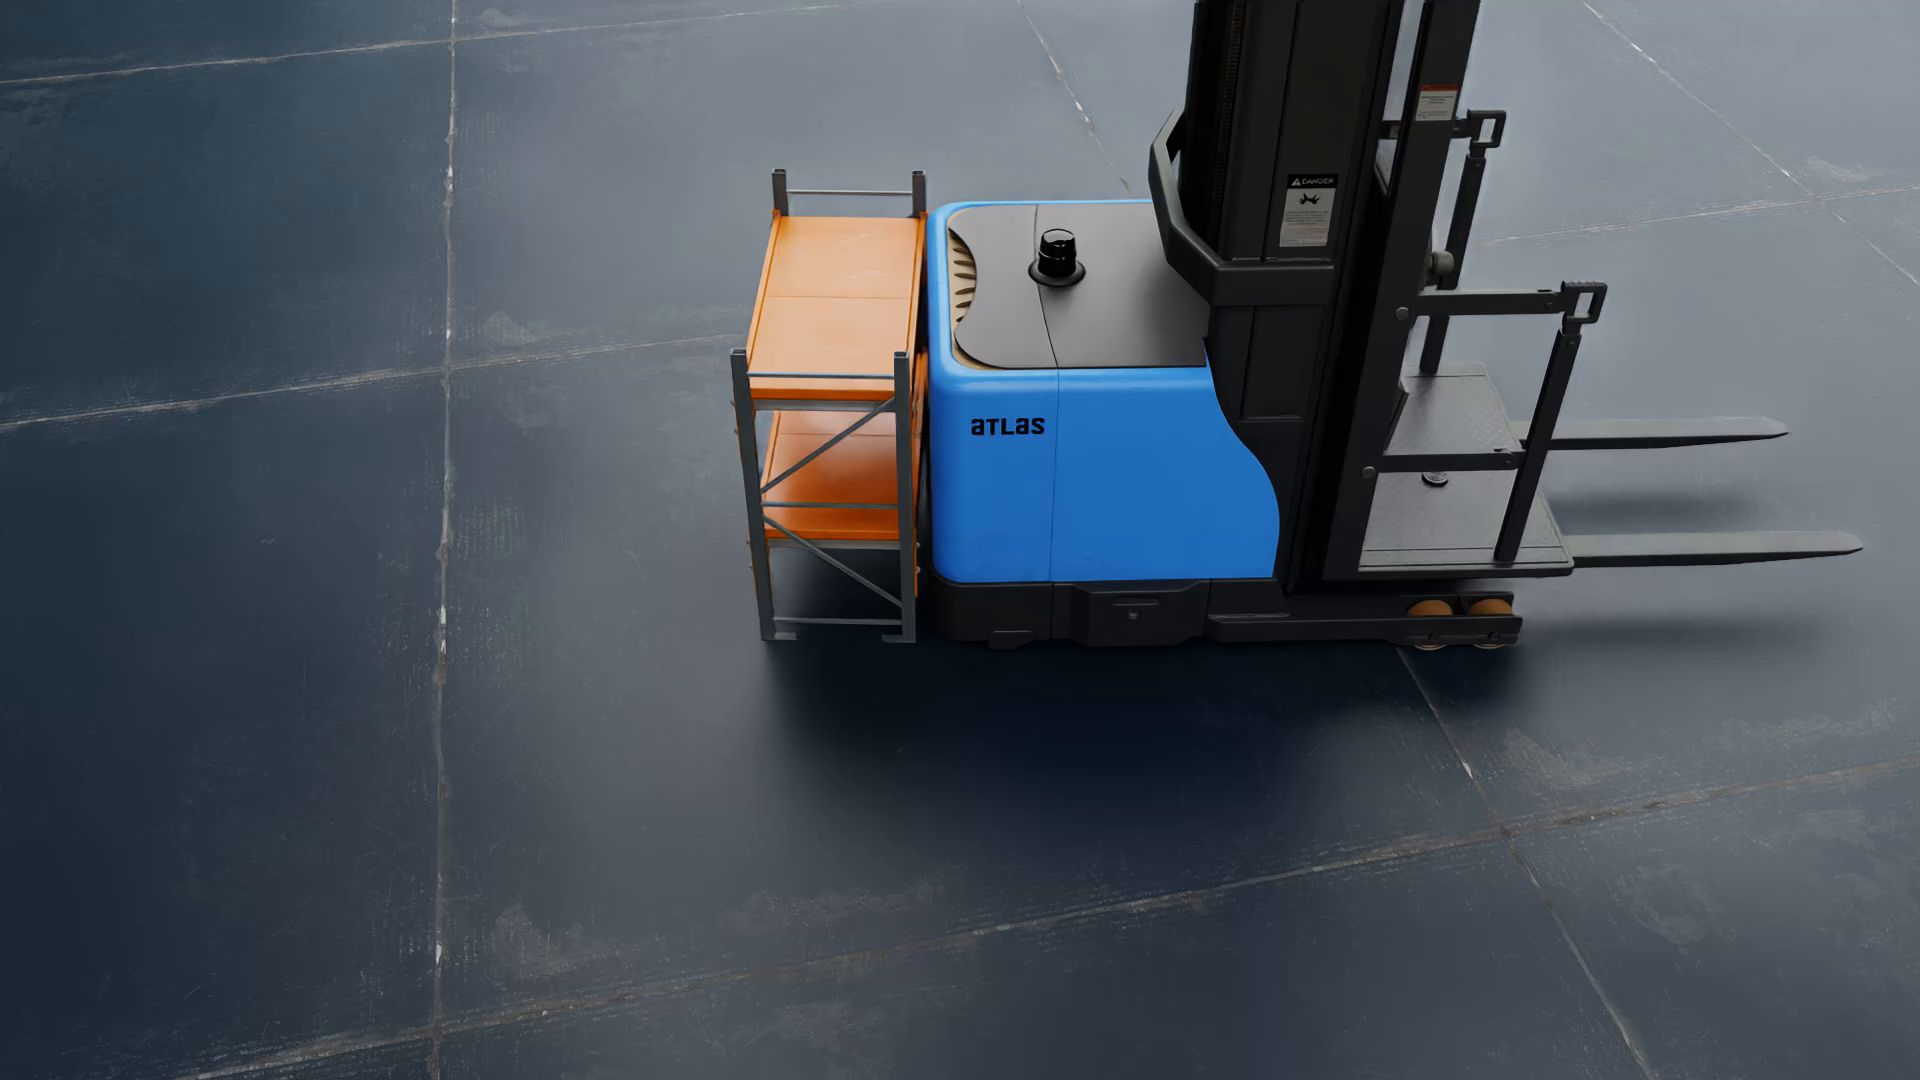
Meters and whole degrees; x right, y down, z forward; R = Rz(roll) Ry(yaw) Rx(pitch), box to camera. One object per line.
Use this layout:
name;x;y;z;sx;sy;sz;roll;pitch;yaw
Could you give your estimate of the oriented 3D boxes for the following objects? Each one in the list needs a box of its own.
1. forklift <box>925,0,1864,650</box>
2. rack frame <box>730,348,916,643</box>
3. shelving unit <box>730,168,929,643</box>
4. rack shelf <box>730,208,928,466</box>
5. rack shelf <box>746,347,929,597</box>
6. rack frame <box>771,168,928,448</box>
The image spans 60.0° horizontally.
forklift;1.406;-1.095;4.776;3.031;2.935;1.130;-1;42;-1
rack frame;-0.392;-0.102;5.018;0.500;1.125;0.032;1;42;1
shelving unit;-0.377;-0.439;5.398;0.538;1.125;1.048;1;42;1
rack shelf;-0.377;-0.658;5.203;0.538;0.278;1.000;1;42;1
rack shelf;-0.377;-0.256;5.560;0.538;0.278;1.000;1;42;1
rack frame;-0.362;-0.777;5.778;0.500;1.125;0.032;1;42;1
